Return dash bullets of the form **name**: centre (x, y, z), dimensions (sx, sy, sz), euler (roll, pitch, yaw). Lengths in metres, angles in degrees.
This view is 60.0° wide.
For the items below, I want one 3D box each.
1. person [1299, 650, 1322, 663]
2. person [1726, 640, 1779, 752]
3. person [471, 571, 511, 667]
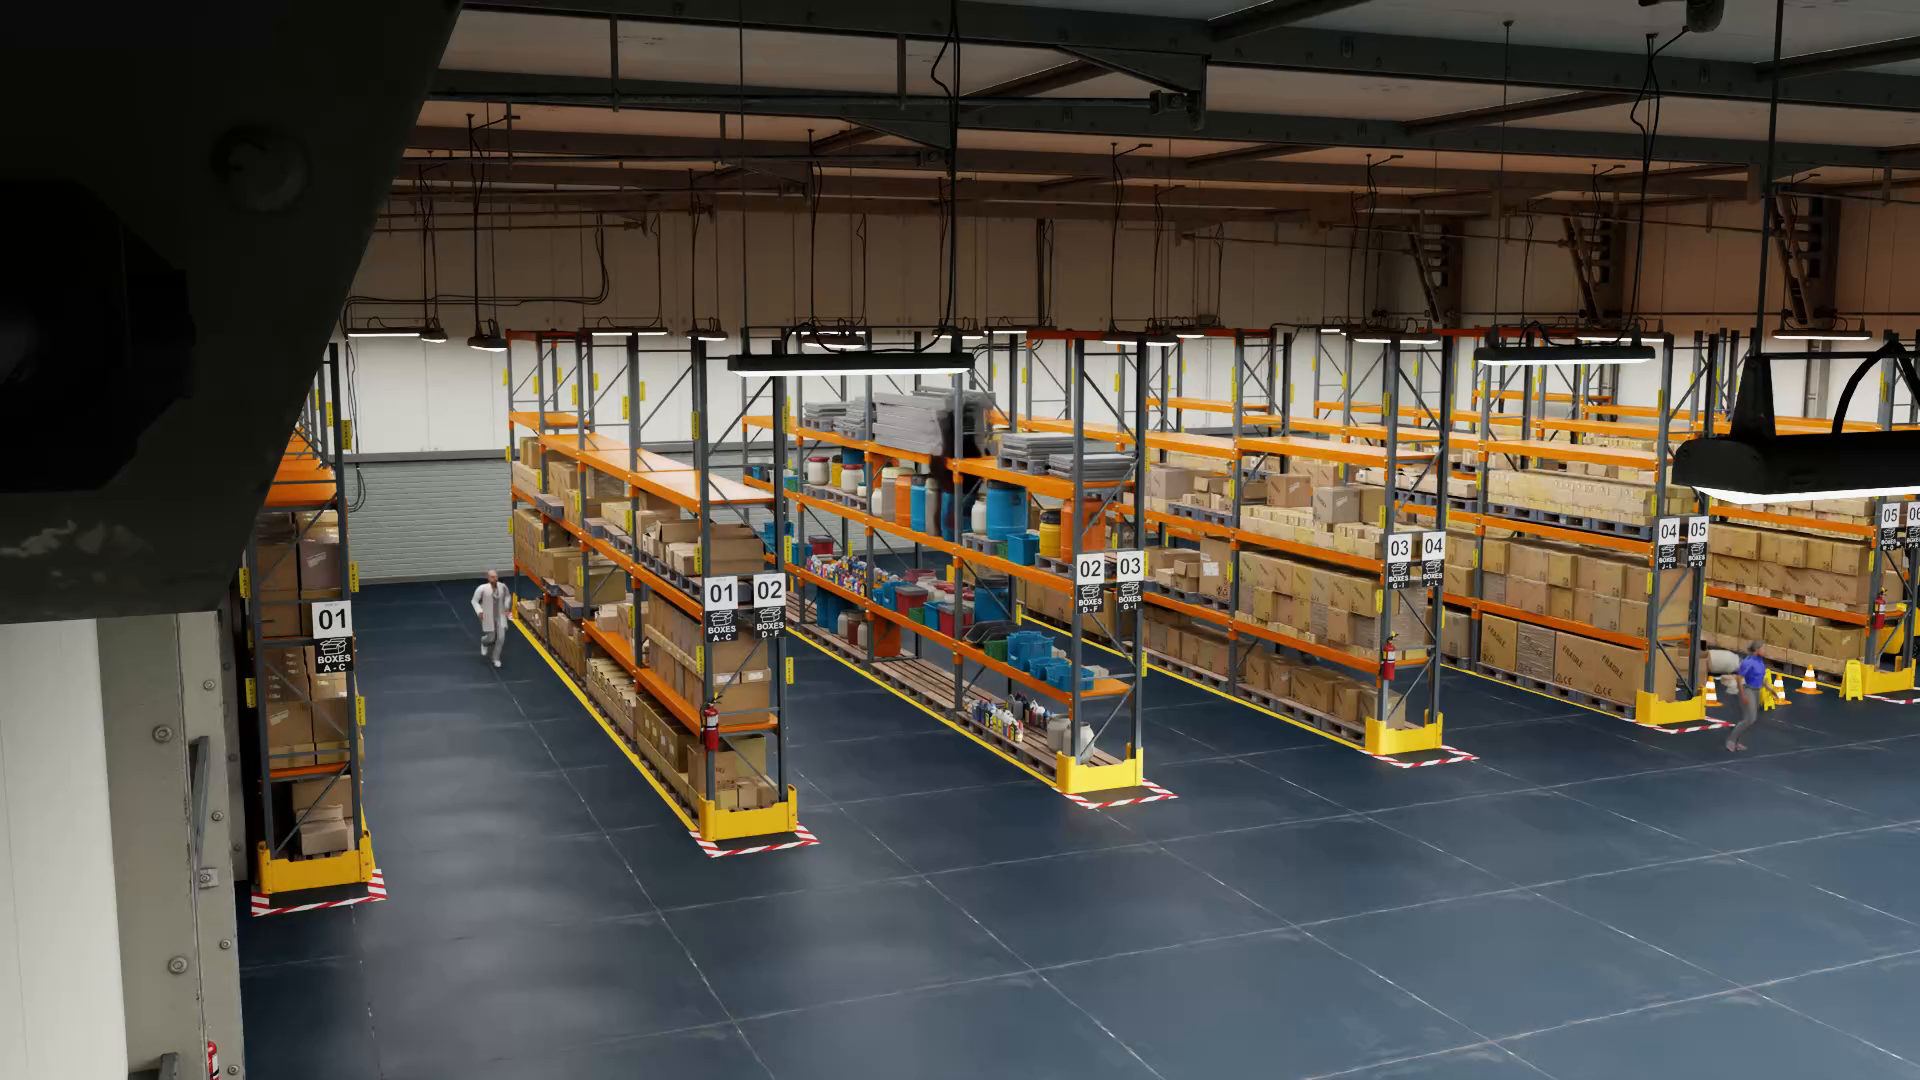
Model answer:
- **person**: centre (6.476, 1.361, 30.176), dimensions (0.692, 1.779, 0.843), euler (-4, 9, -26)
- **person**: centre (11.450, 2.283, 24.053), dimensions (0.586, 1.638, 0.705), euler (7, 11, 43)
- **person**: centre (-8.478, 1.398, 30.150), dimensions (0.729, 1.734, 0.721), euler (-5, 9, -34)
